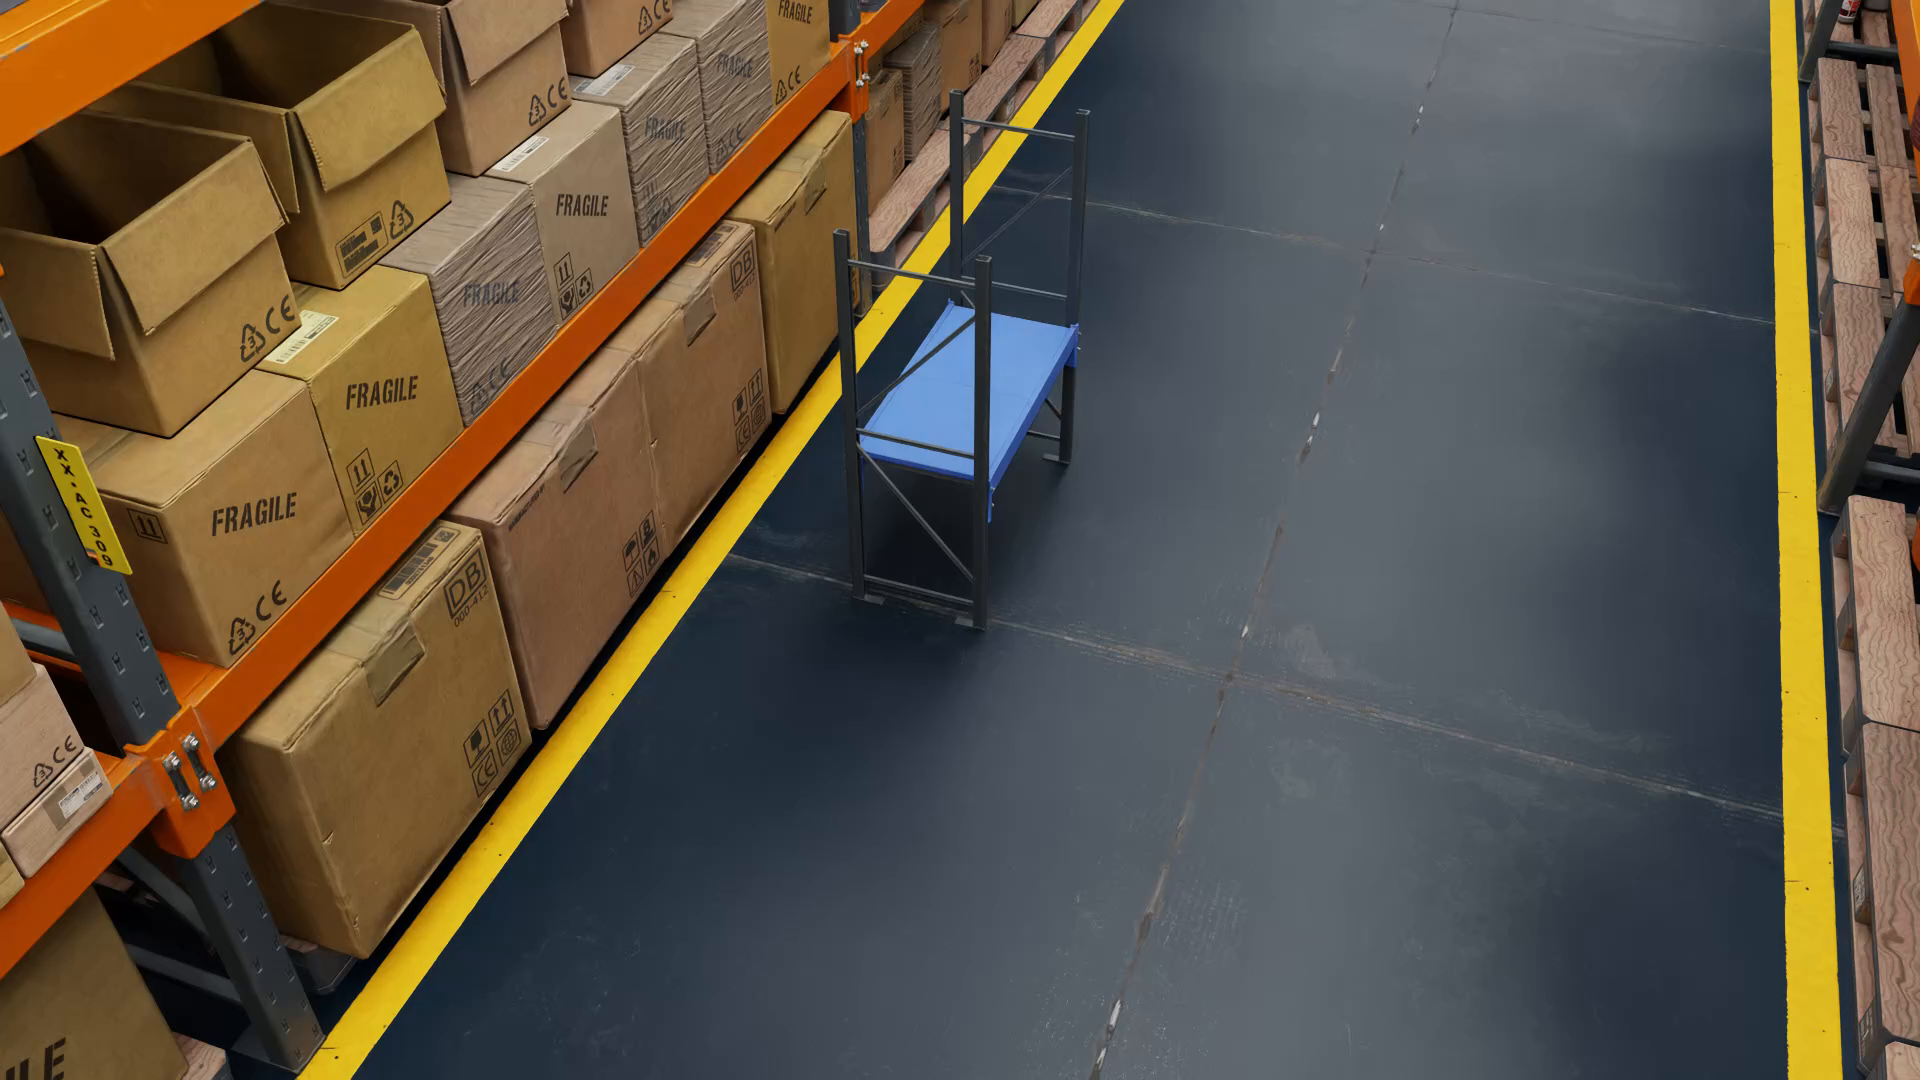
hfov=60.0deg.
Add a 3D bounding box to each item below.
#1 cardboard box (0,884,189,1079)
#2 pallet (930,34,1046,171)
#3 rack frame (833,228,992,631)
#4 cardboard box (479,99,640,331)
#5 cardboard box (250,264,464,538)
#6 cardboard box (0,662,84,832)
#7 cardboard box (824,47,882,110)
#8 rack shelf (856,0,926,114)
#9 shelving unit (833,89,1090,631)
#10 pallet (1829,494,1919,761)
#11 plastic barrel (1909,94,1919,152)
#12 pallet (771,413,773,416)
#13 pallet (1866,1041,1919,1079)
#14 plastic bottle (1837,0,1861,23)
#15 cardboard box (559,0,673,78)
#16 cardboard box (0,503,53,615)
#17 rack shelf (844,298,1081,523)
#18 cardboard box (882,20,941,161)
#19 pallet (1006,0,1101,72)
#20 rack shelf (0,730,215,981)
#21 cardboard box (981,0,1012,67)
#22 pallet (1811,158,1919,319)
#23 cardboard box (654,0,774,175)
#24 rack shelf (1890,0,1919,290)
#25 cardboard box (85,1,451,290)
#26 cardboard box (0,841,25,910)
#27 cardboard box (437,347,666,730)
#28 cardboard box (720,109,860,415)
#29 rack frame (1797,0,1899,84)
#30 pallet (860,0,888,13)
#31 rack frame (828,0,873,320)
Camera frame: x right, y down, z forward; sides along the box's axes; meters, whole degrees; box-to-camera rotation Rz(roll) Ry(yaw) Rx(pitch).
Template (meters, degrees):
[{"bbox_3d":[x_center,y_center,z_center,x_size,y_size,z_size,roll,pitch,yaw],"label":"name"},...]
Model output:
[{"bbox_3d":[-2.552,1.206,3.839,0.875,0.875,0.875,13,42,15],"label":"cardboard box"},{"bbox_3d":[-0.196,-2.424,8.929,1.003,0.211,1.213,13,42,15],"label":"pallet"},{"bbox_3d":[-0.145,-0.313,5.461,0.500,1.500,0.032,13,42,15],"label":"rack frame"},{"bbox_3d":[-1.345,-1.019,5.056,0.500,0.500,0.500,14,42,16],"label":"cardboard box"},{"bbox_3d":[-1.688,-0.397,4.327,0.500,0.500,0.500,13,42,15],"label":"cardboard box"},{"bbox_3d":[-2.155,0.444,3.305,0.500,0.250,0.500,13,42,14],"label":"cardboard box"},{"bbox_3d":[-0.682,-2.184,7.508,0.500,0.250,0.500,15,43,17],"label":"cardboard box"},{"bbox_3d":[-0.199,-3.213,8.259,1.077,0.370,4.000,13,42,15],"label":"rack shelf"},{"bbox_3d":[0.029,-0.623,5.824,0.538,1.500,1.048,13,42,15],"label":"shelving unit"},{"bbox_3d":[3.541,0.383,5.638,1.003,0.211,1.213,13,42,15],"label":"pallet"},{"bbox_3d":[3.645,-1.570,5.674,0.600,0.536,0.708,13,42,15],"label":"plastic barrel"},{"bbox_3d":[-1.224,-0.742,6.957,1.003,0.211,1.213,13,42,15],"label":"pallet"},{"bbox_3d":[2.706,1.871,3.894,1.003,0.211,1.213,13,42,15],"label":"pallet"},{"bbox_3d":[4.970,-3.001,9.273,0.097,0.201,0.097,0,40,0],"label":"plastic bottle"},{"bbox_3d":[-1.374,-1.847,5.254,0.797,0.503,0.637,14,42,16],"label":"cardboard box"},{"bbox_3d":[-2.348,-0.211,4.109,0.500,0.500,0.500,13,42,15],"label":"cardboard box"},{"bbox_3d":[0.029,-0.486,5.941,0.538,0.185,1.000,13,42,15],"label":"rack shelf"},{"bbox_3d":[-0.495,-2.238,8.149,0.700,0.500,0.500,10,41,12],"label":"cardboard box"},{"bbox_3d":[0.220,-3.171,9.804,1.003,0.211,1.213,13,42,15],"label":"pallet"},{"bbox_3d":[-2.935,1.666,2.540,1.077,0.370,4.000,13,42,15],"label":"rack shelf"},{"bbox_3d":[-0.117,-2.925,8.955,0.700,0.500,0.500,10,41,11],"label":"cardboard box"},{"bbox_3d":[4.491,-1.312,7.626,1.003,0.211,1.213,13,42,15],"label":"pallet"},{"bbox_3d":[-0.995,-1.646,5.791,0.500,0.500,0.500,13,42,15],"label":"cardboard box"},{"bbox_3d":[4.455,-2.114,6.971,1.077,0.370,4.000,13,42,15],"label":"rack shelf"},{"bbox_3d":[-1.795,-1.054,4.325,0.797,0.503,0.637,14,42,16],"label":"cardboard box"},{"bbox_3d":[-2.135,0.684,3.330,0.380,0.149,0.250,14,42,16],"label":"cardboard box"},{"bbox_3d":[-1.746,-0.119,5.392,1.225,0.875,0.875,12,42,14],"label":"cardboard box"},{"bbox_3d":[-1.139,-1.202,6.661,1.225,0.875,0.875,11,42,13],"label":"cardboard box"},{"bbox_3d":[5.139,-3.607,8.167,1.000,3.000,0.127,13,42,15],"label":"rack frame"},{"bbox_3d":[-0.740,-2.652,7.195,1.213,0.211,1.003,13,42,15],"label":"pallet"},{"bbox_3d":[-0.883,-2.267,6.596,1.000,3.000,0.127,13,42,15],"label":"rack frame"}]
